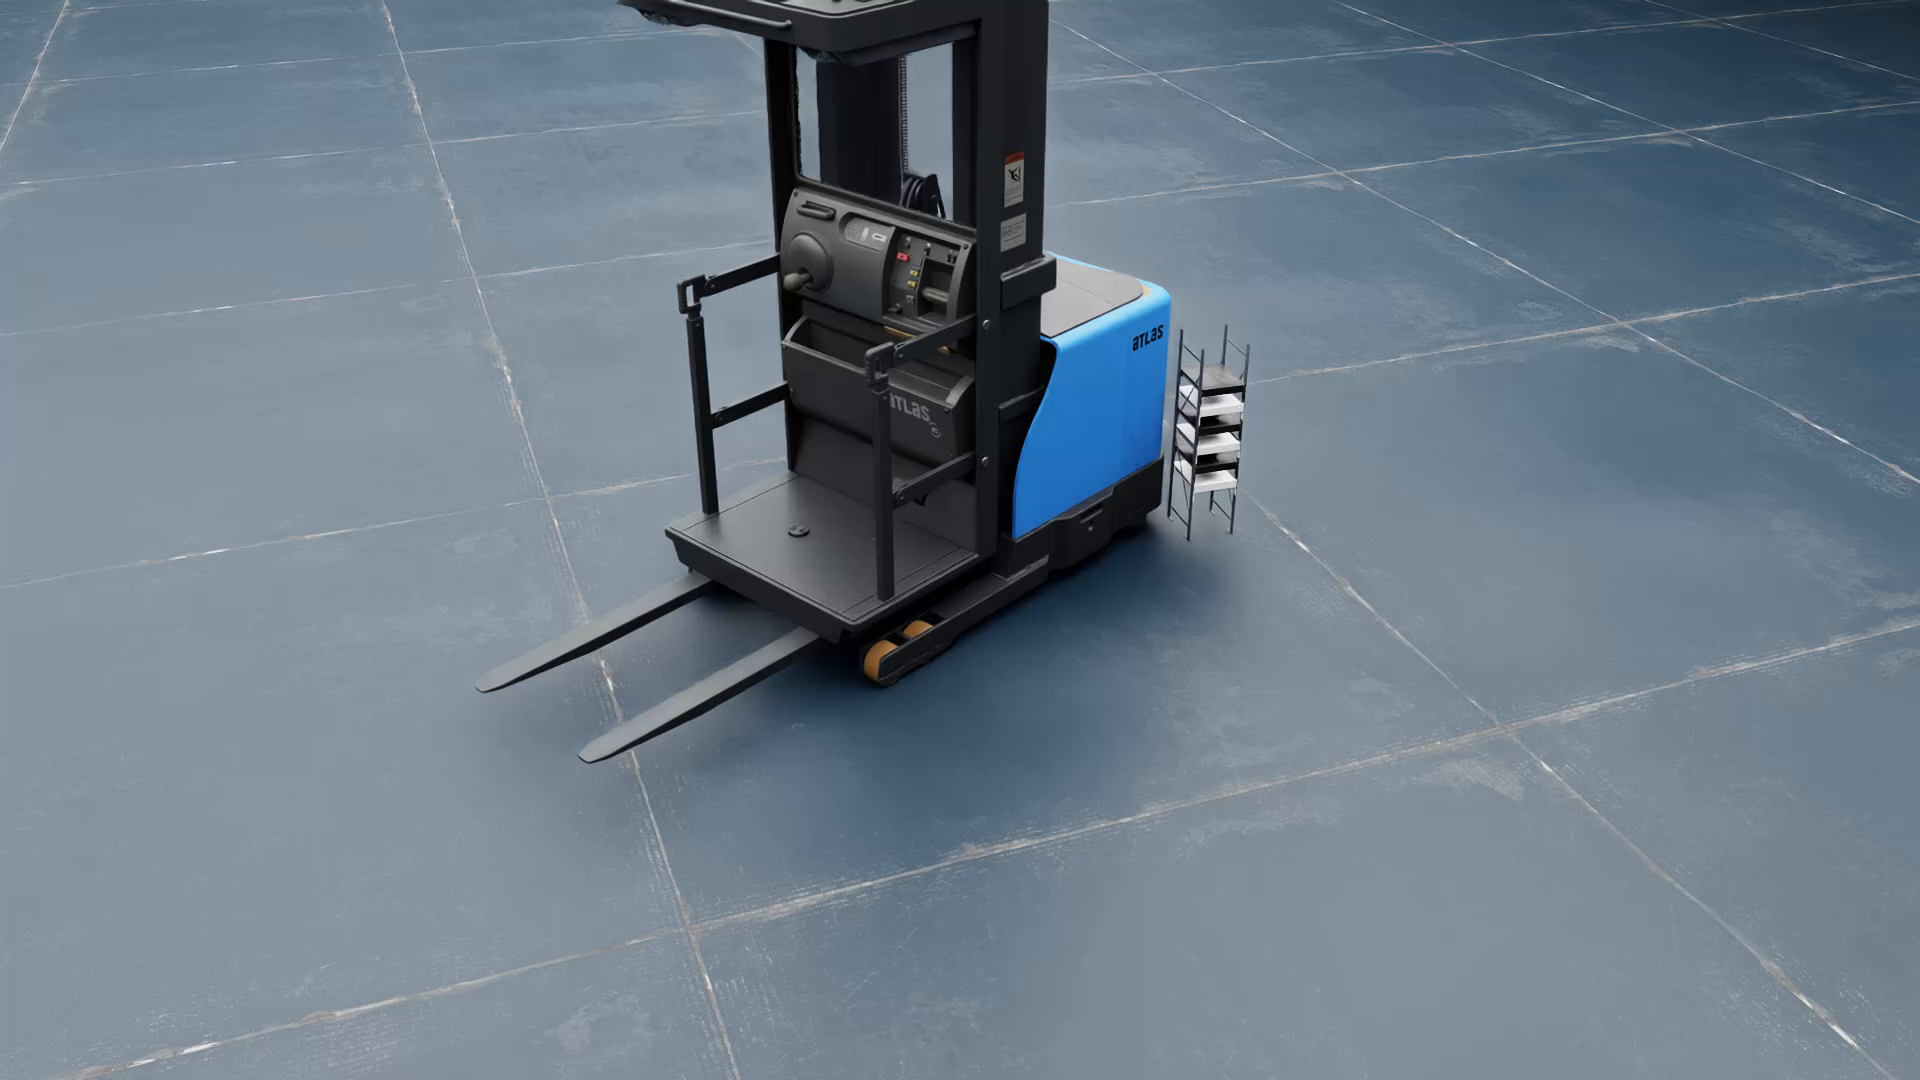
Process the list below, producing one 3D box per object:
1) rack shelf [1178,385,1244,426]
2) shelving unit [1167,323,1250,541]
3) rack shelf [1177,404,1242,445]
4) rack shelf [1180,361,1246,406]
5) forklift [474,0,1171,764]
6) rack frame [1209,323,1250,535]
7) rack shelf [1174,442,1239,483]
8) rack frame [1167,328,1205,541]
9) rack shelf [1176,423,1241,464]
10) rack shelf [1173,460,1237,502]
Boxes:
[{"bbox_3d":[1.061,-0.584,7.069,0.200,0.077,0.258,-8,31,-14],"label":"rack shelf"},{"bbox_3d":[1.061,-0.456,7.142,0.210,0.900,0.258,-8,31,-14],"label":"shelving unit"},{"bbox_3d":[1.061,-0.506,7.114,0.200,0.077,0.258,-8,31,-14],"label":"rack shelf"},{"bbox_3d":[1.061,-0.662,7.025,0.200,0.077,0.258,-8,31,-14],"label":"rack shelf"},{"bbox_3d":[-0.464,-1.008,6.059,1.130,2.935,3.031,24,37,36],"label":"forklift"},{"bbox_3d":[1.159,-0.471,7.167,0.006,0.900,0.240,-8,31,-14],"label":"rack frame"},{"bbox_3d":[1.061,-0.349,7.203,0.200,0.077,0.258,-8,31,-14],"label":"rack shelf"},{"bbox_3d":[0.964,-0.442,7.117,0.006,0.900,0.240,-8,31,-14],"label":"rack frame"},{"bbox_3d":[1.061,-0.427,7.158,0.200,0.077,0.258,-8,31,-14],"label":"rack shelf"},{"bbox_3d":[1.061,-0.271,7.248,0.200,0.077,0.258,-8,31,-14],"label":"rack shelf"}]
